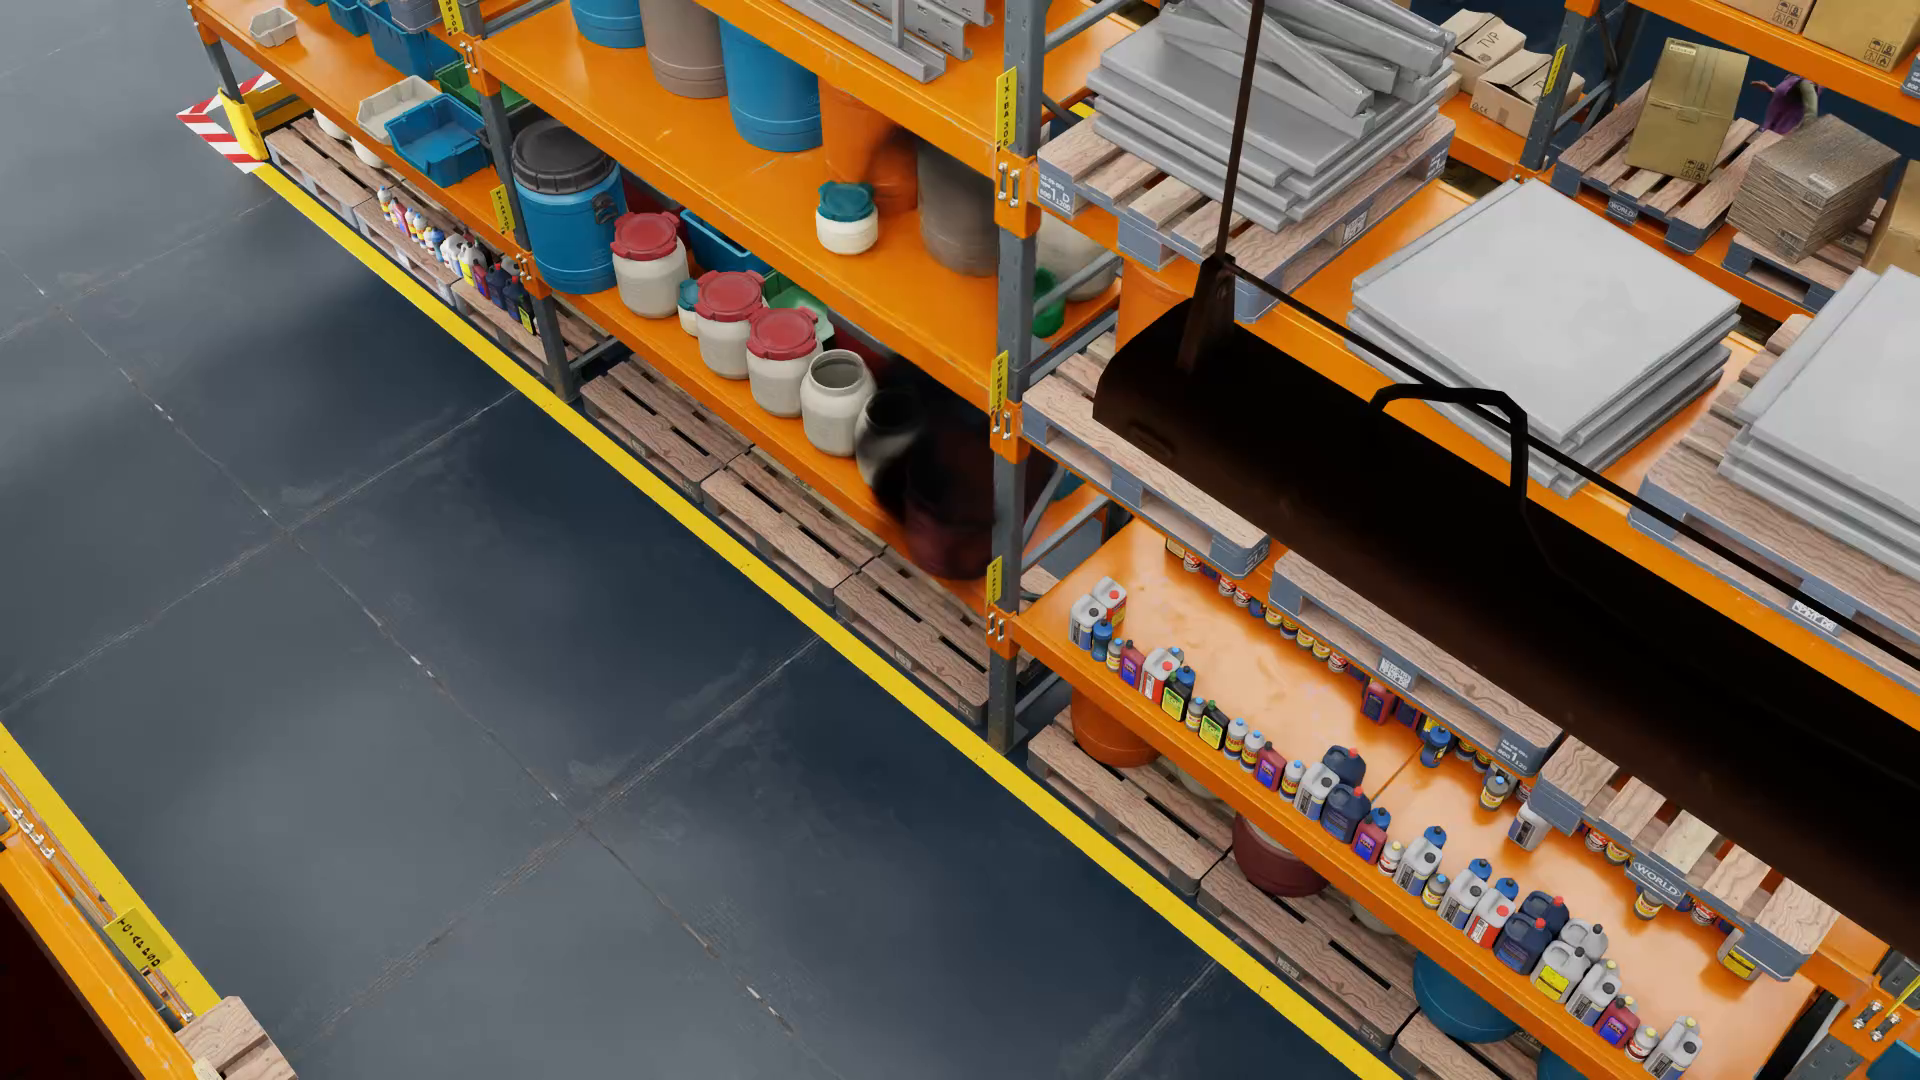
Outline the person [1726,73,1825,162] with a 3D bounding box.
[{"bbox_3d":[5.771,-2.841,11.737,0.508,1.590,0.667,-34,58,-25],"label":"person"}]
